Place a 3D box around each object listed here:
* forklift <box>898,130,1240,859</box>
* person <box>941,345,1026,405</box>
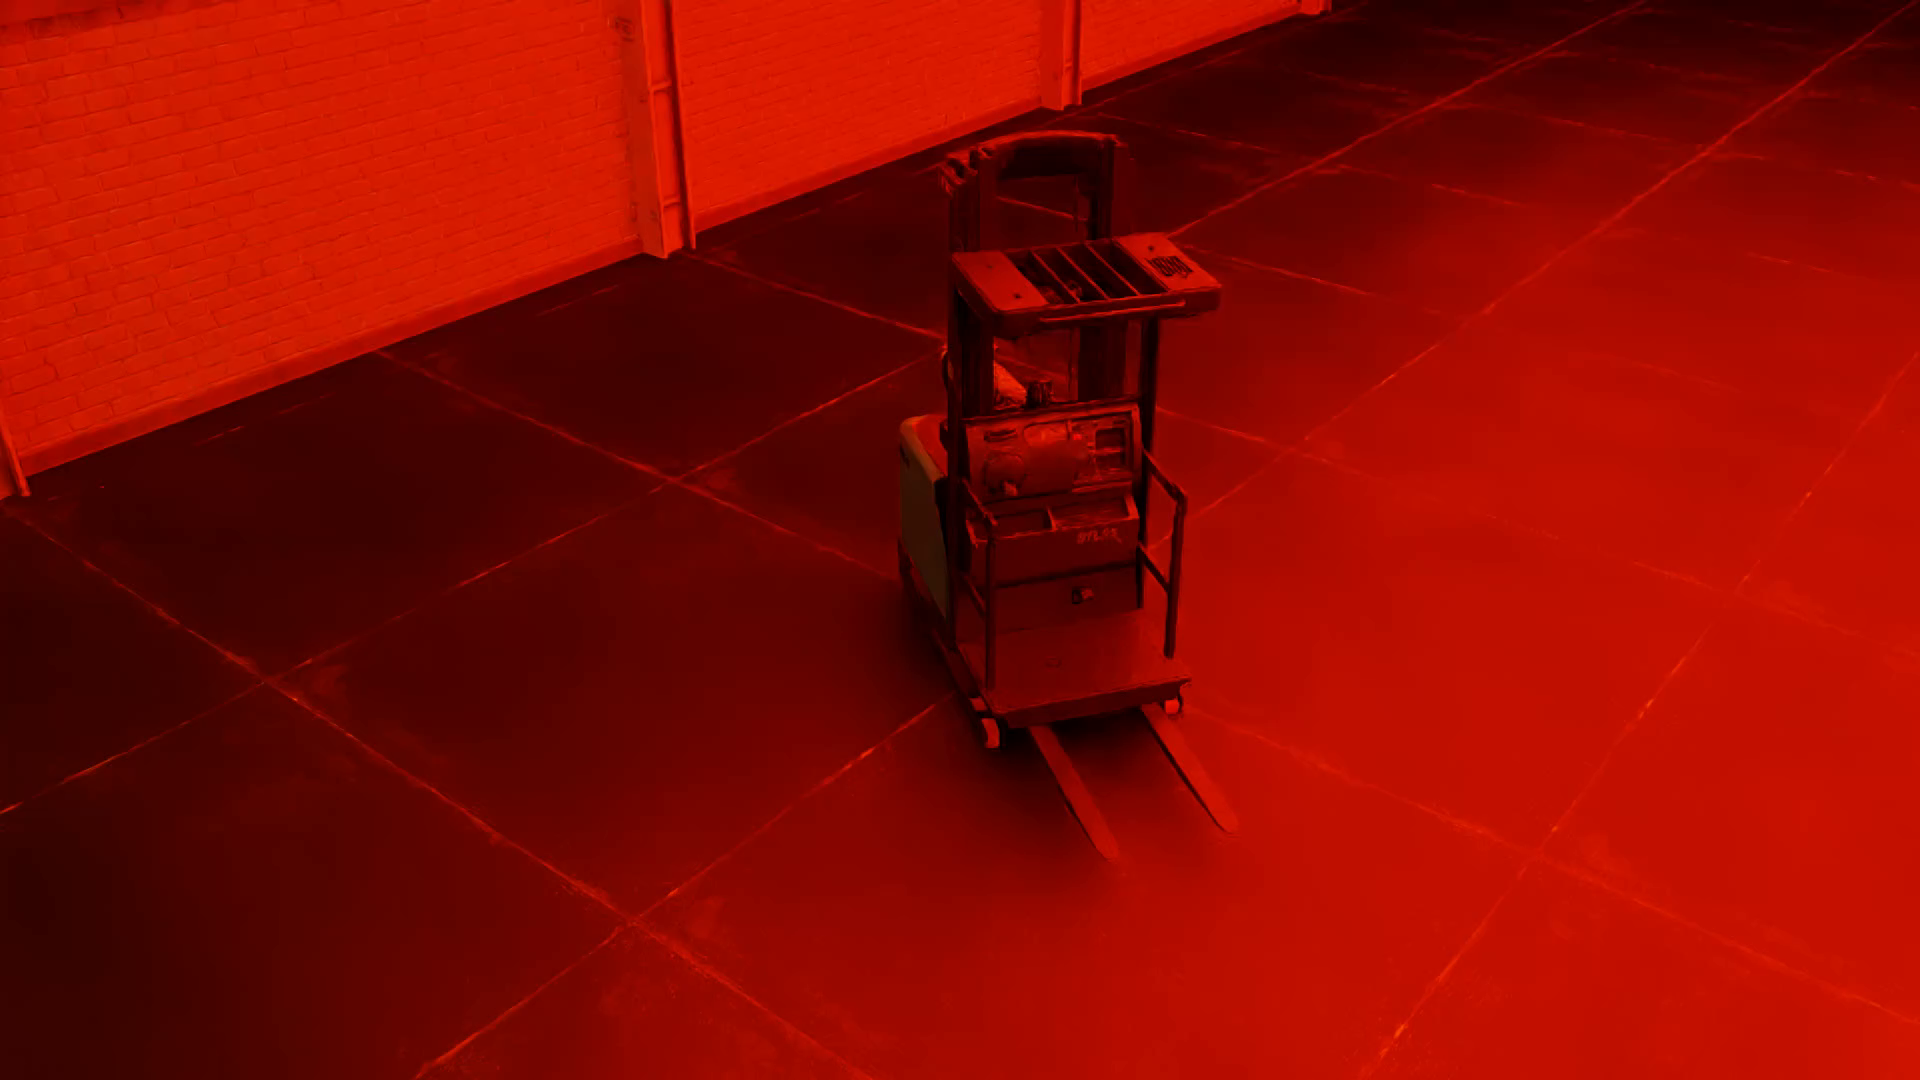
[{"bbox_3d":[0.547,-0.403,8.284,1.130,2.935,3.031,-9,31,-15],"label":"forklift"},{"bbox_3d":[0.330,-0.734,10.284,0.865,1.495,1.057,-25,38,-36],"label":"person"}]
